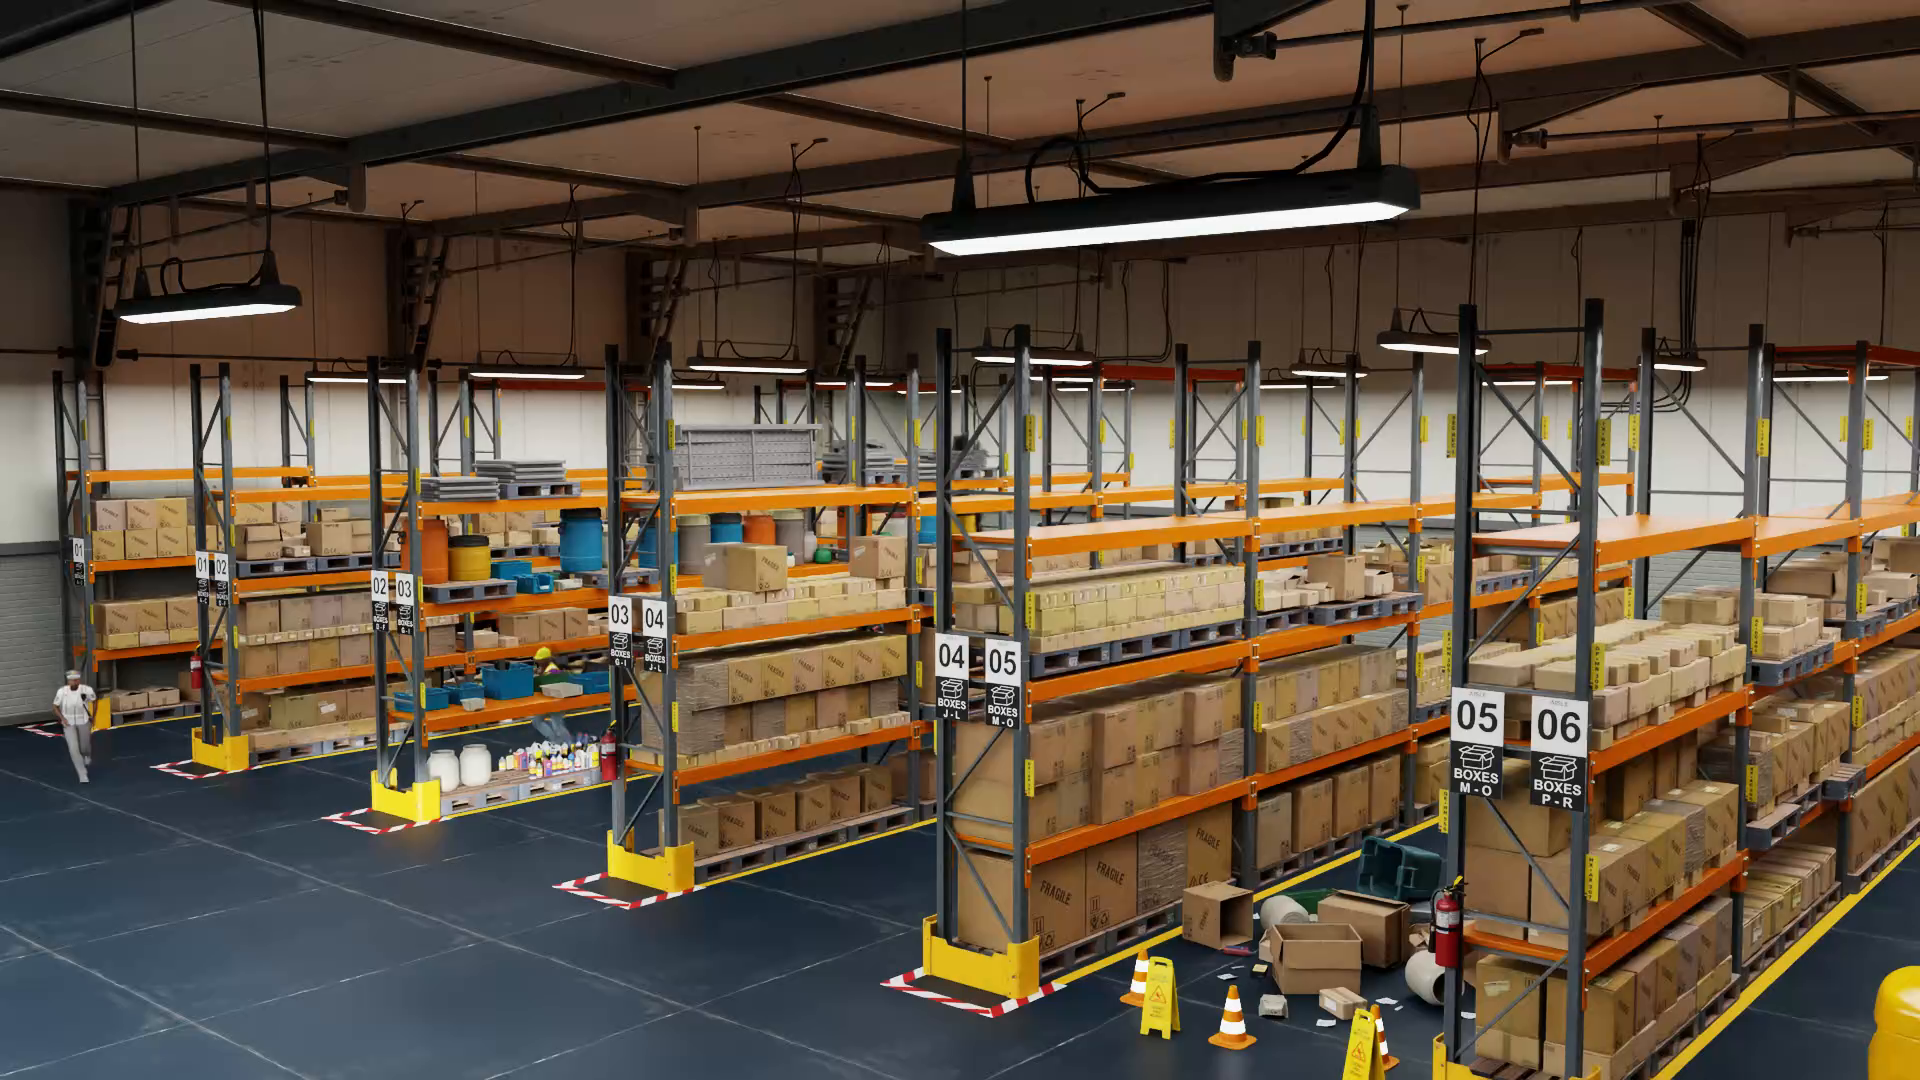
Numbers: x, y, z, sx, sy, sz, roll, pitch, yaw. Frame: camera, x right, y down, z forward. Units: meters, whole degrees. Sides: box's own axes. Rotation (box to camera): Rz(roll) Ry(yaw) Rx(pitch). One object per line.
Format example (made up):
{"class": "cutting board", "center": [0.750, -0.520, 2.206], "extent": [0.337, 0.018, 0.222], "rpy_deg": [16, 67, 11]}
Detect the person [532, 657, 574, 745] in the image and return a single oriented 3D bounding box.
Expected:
{"class": "person", "center": [-6.208, 2.451, 25.379], "extent": [0.733, 1.597, 0.694], "rpy_deg": [-3, 5, -32]}

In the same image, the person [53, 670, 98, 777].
{"class": "person", "center": [-12.663, 2.602, 23.833], "extent": [0.560, 1.570, 0.697], "rpy_deg": [-2, 4, -20]}
